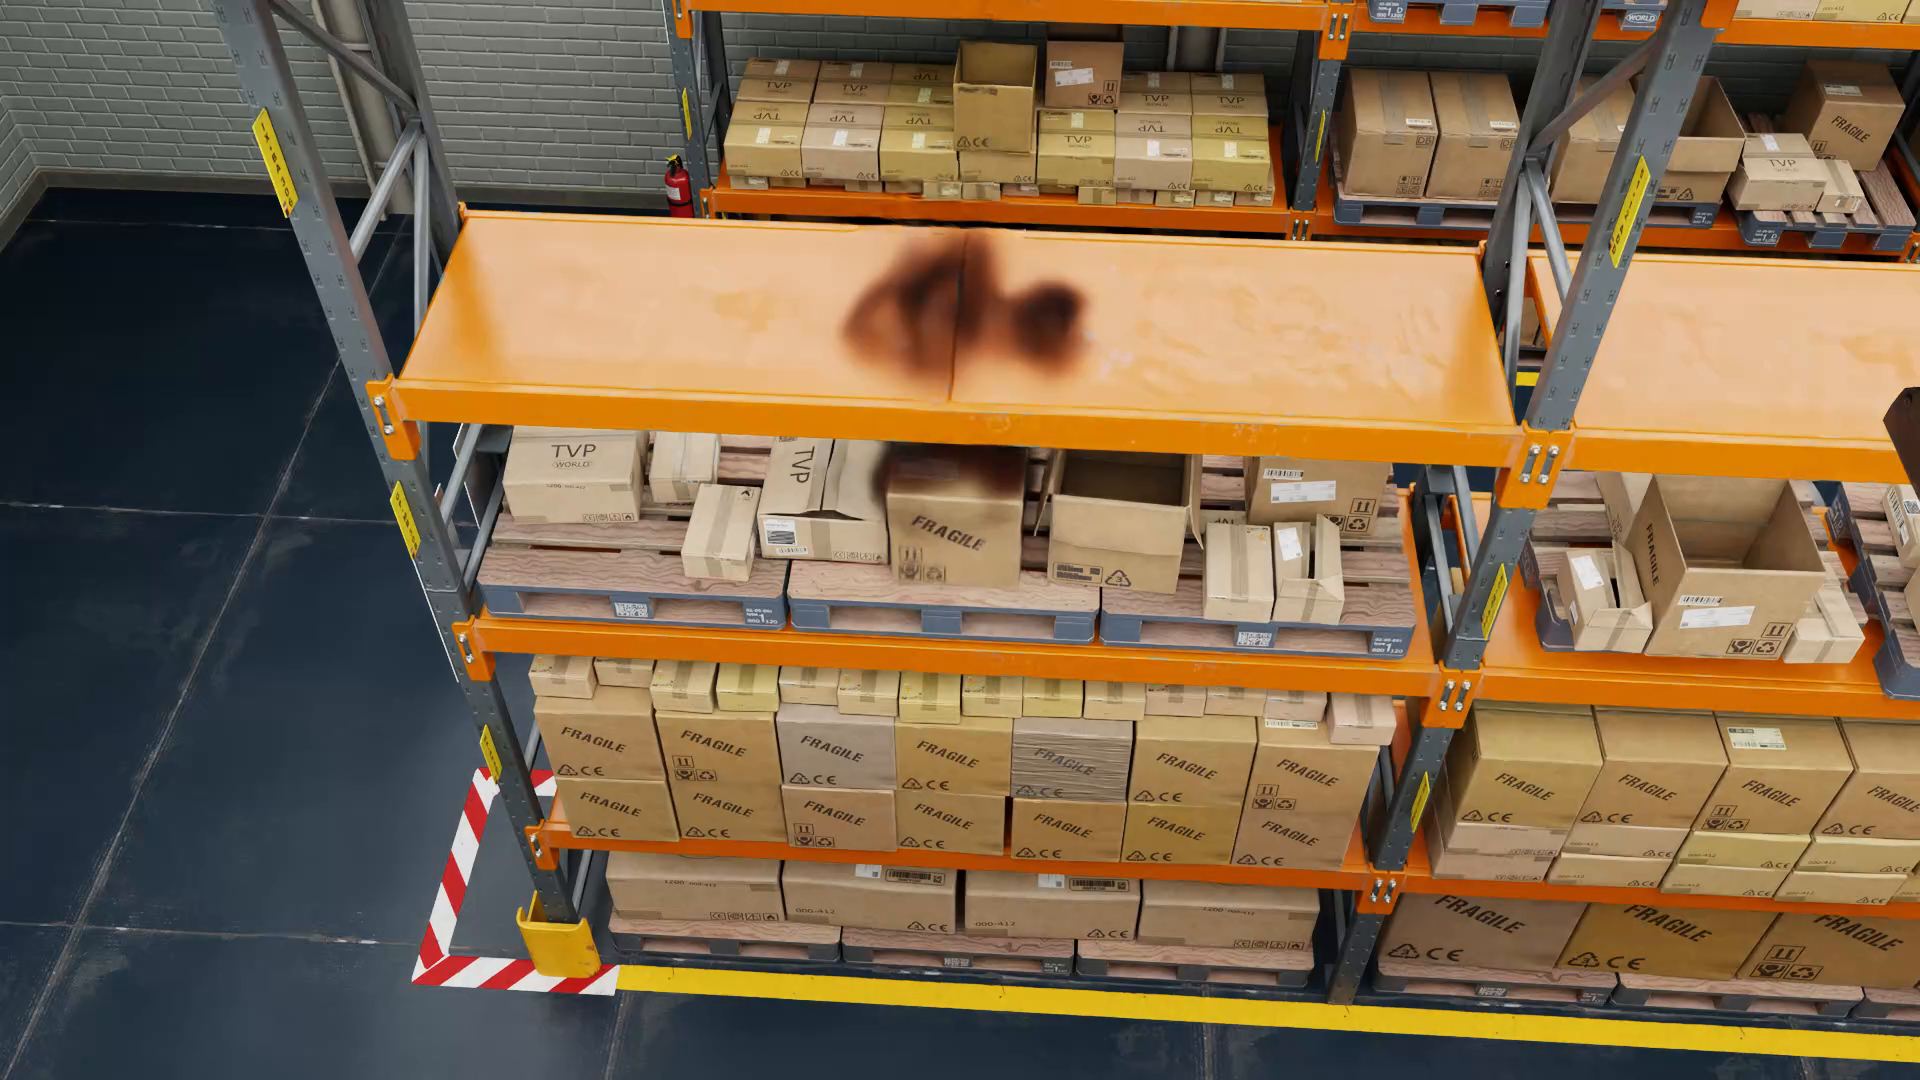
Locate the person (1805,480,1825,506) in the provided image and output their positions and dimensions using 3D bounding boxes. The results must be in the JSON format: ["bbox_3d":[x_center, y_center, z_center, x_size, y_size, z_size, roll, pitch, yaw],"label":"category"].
[{"bbox_3d":[4.331,0.309,9.265,0.763,1.840,0.642,-2,48,-2],"label":"person"}]
